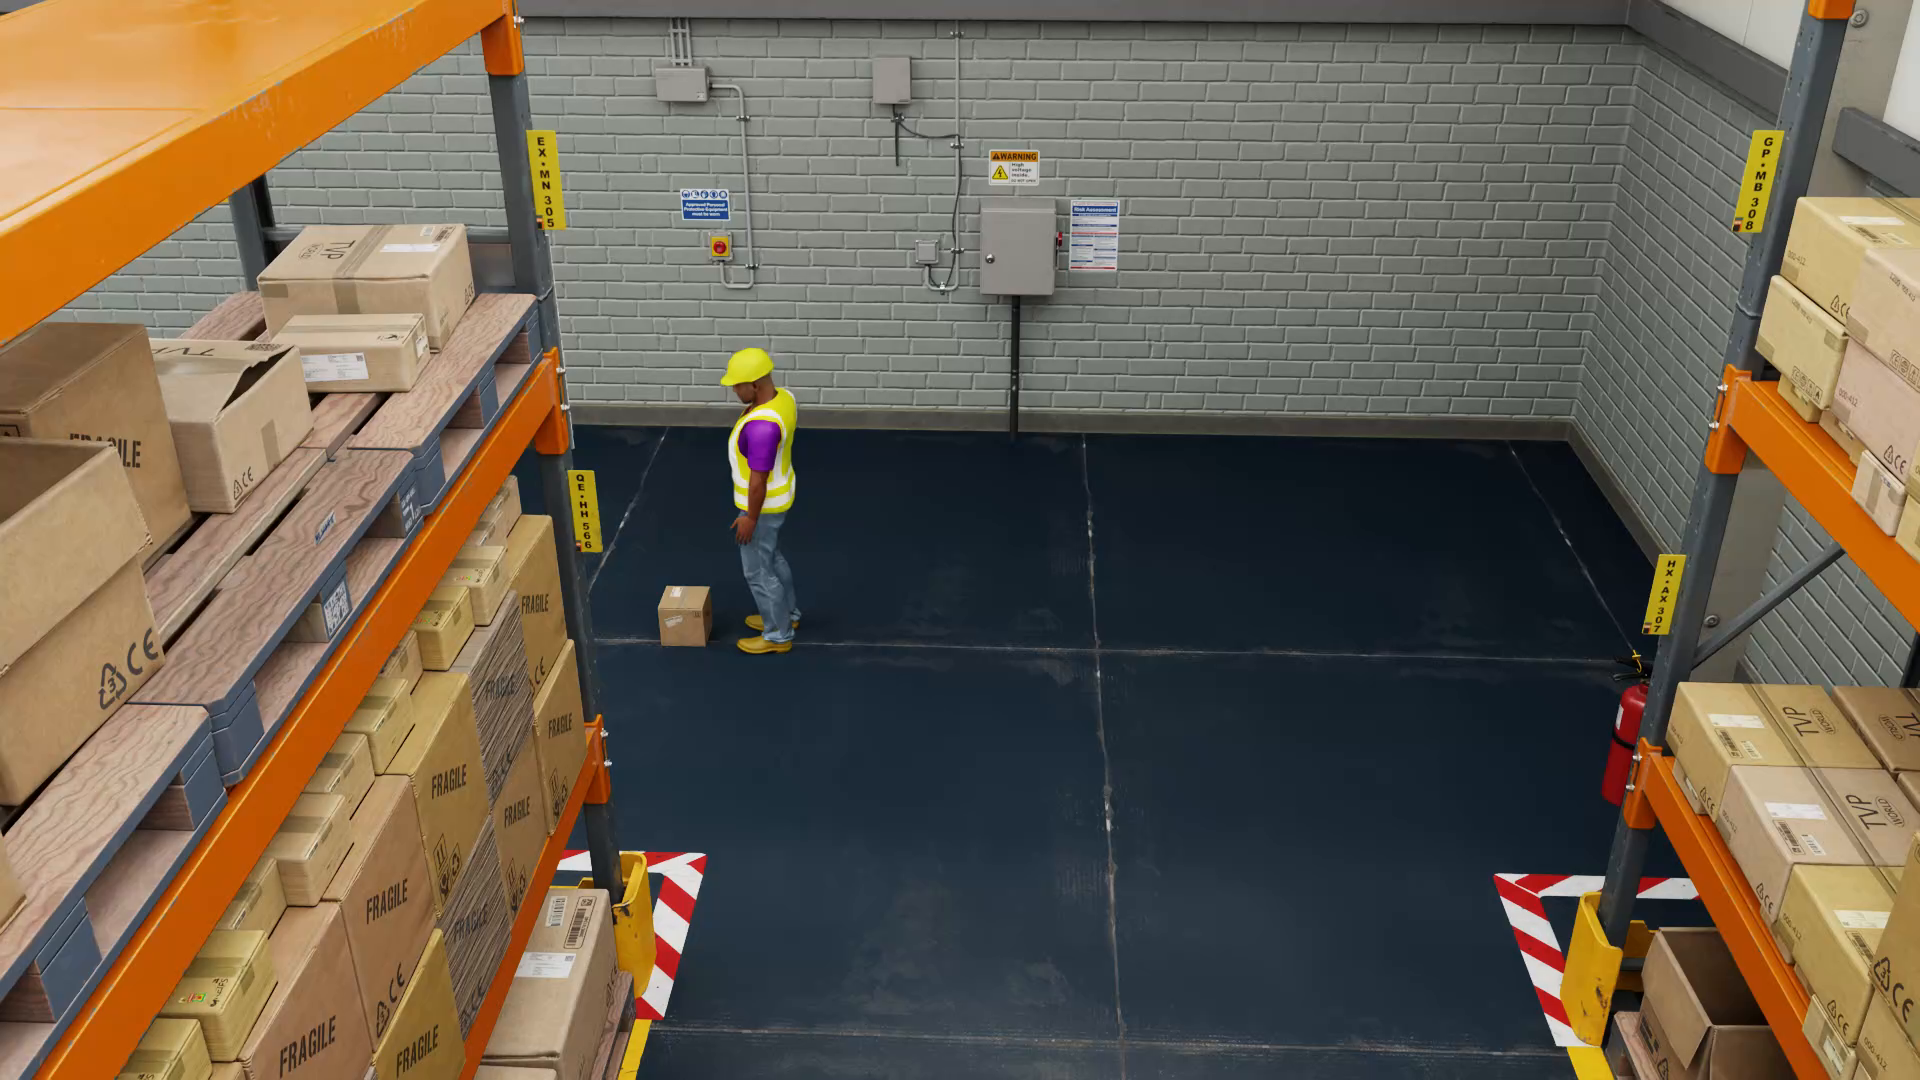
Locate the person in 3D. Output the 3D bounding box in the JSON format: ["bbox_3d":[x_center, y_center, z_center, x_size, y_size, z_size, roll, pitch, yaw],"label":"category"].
[{"bbox_3d":[-1.063,-0.211,9.005,0.368,1.759,0.568,2,28,3],"label":"person"}]
